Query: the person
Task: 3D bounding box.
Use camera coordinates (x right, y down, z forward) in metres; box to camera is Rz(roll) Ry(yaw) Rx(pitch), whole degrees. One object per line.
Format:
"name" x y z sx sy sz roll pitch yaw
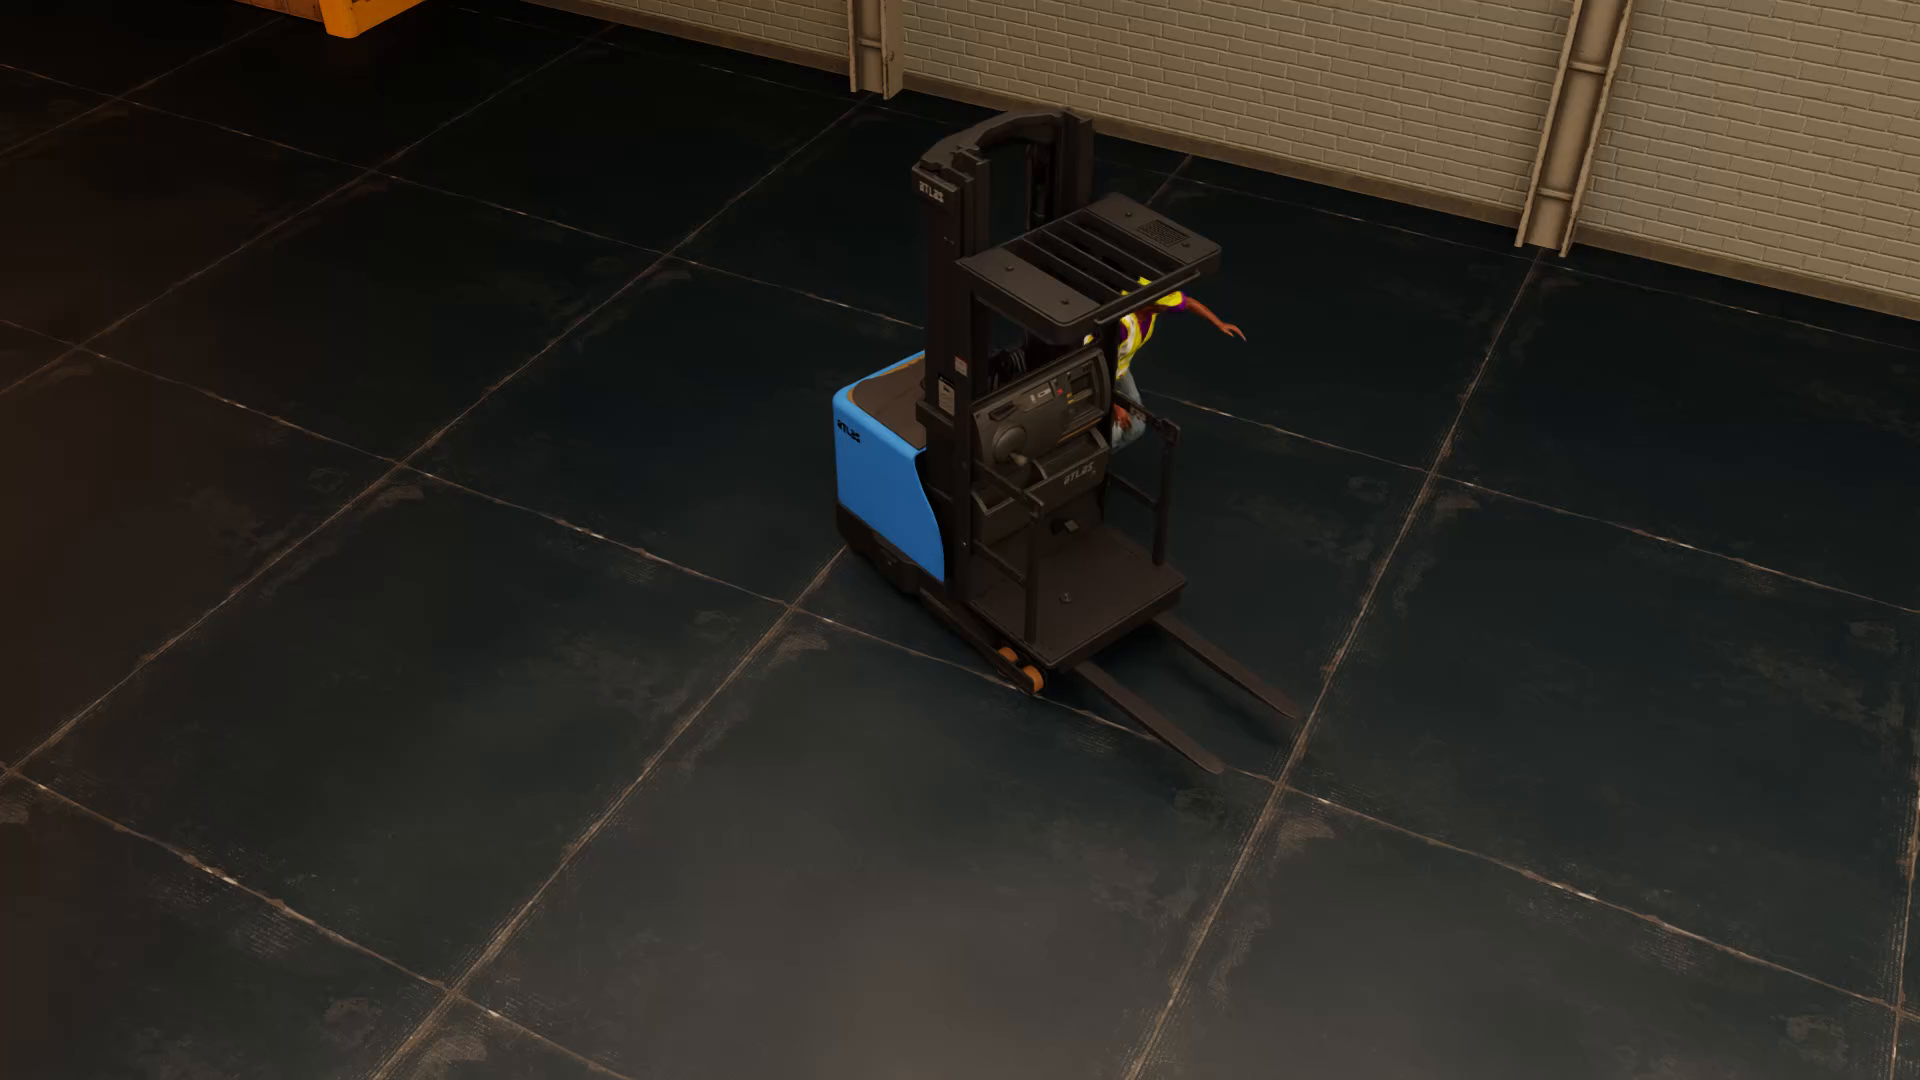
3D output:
"person" 1.046 -0.920 10.185 0.918 1.501 1.308 24 46 26

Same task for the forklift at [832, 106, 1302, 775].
"forklift" 0.583 -0.631 8.736 1.130 2.935 3.031 -29 48 -30
